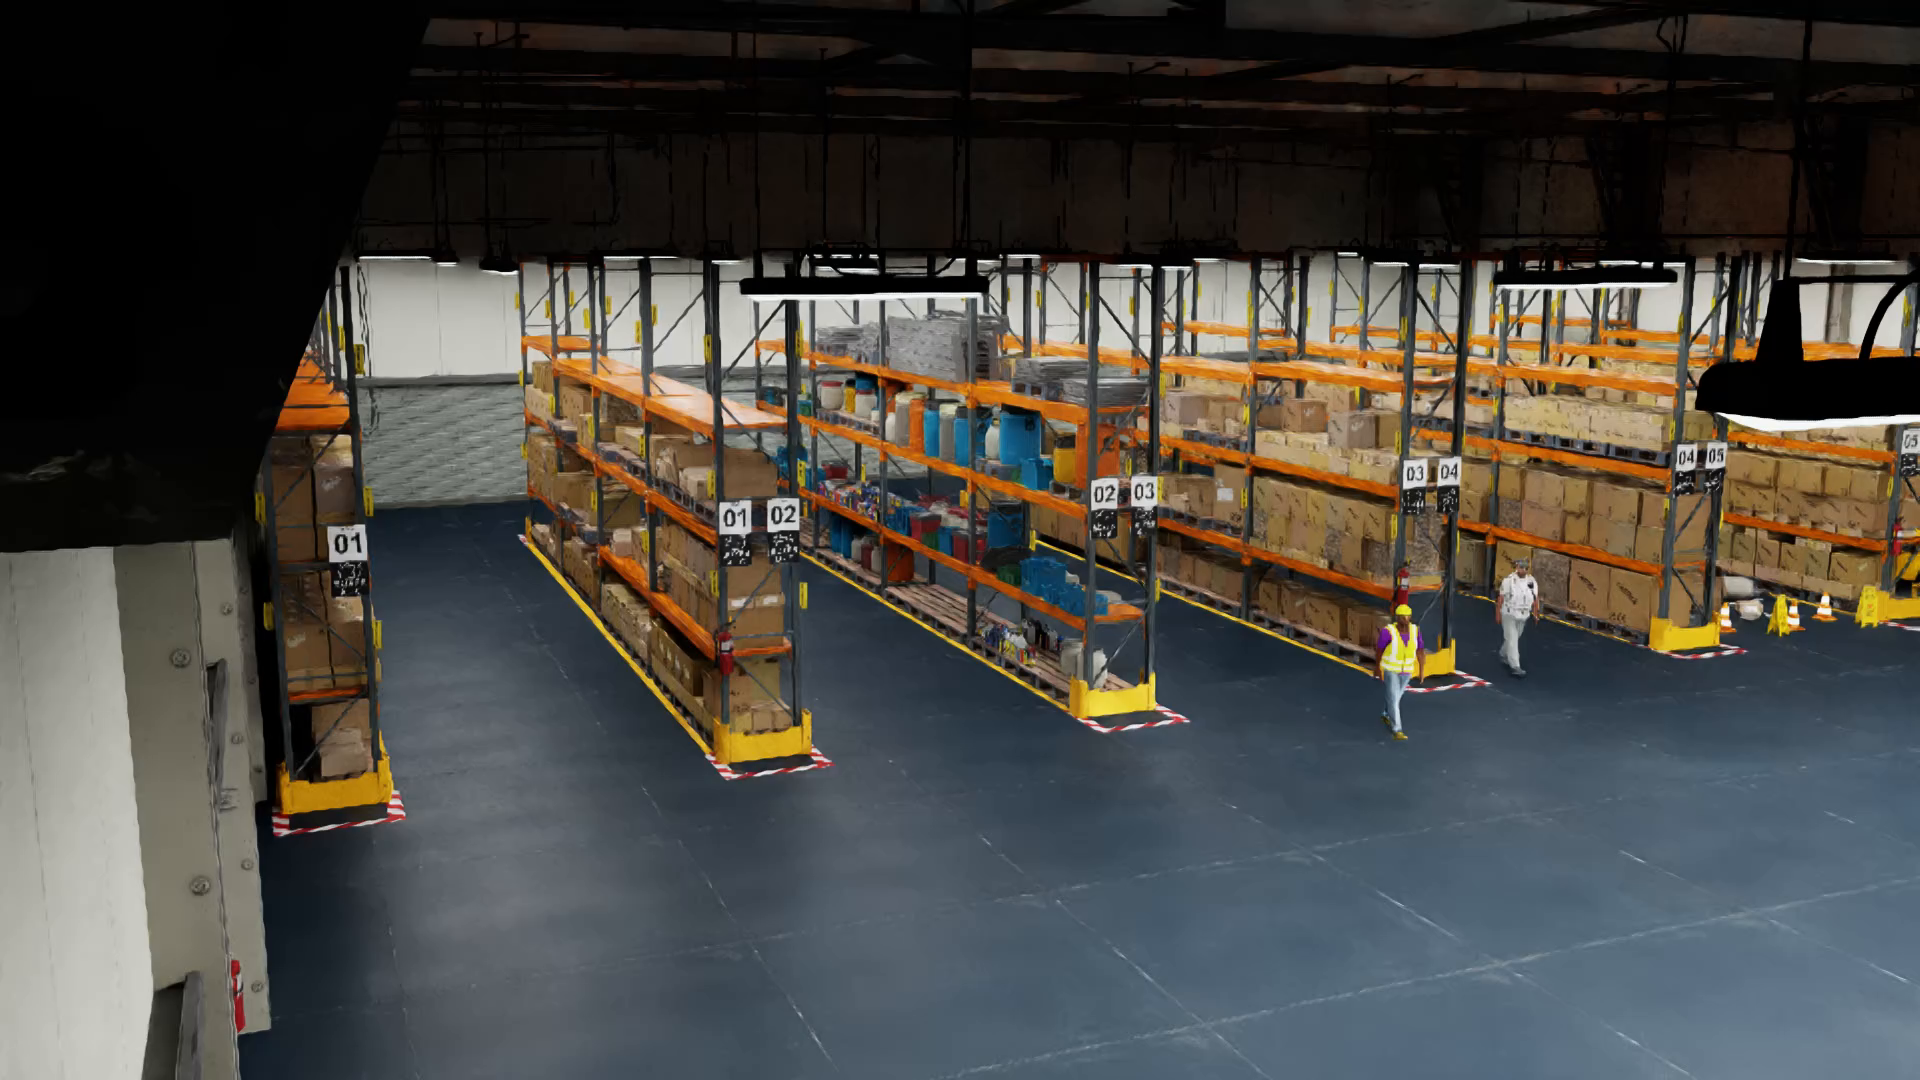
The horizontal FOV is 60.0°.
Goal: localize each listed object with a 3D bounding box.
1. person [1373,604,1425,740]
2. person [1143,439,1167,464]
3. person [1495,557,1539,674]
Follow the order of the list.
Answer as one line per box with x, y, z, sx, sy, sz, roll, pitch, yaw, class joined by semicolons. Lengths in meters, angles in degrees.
5.631;1.648;21.245;0.570;1.708;1.041;-2;11;-13;person
4.908;-2.173;41.899;0.621;1.778;0.480;6;12;29;person
8.185;1.068;24.368;0.534;1.706;1.032;-3;11;-14;person
